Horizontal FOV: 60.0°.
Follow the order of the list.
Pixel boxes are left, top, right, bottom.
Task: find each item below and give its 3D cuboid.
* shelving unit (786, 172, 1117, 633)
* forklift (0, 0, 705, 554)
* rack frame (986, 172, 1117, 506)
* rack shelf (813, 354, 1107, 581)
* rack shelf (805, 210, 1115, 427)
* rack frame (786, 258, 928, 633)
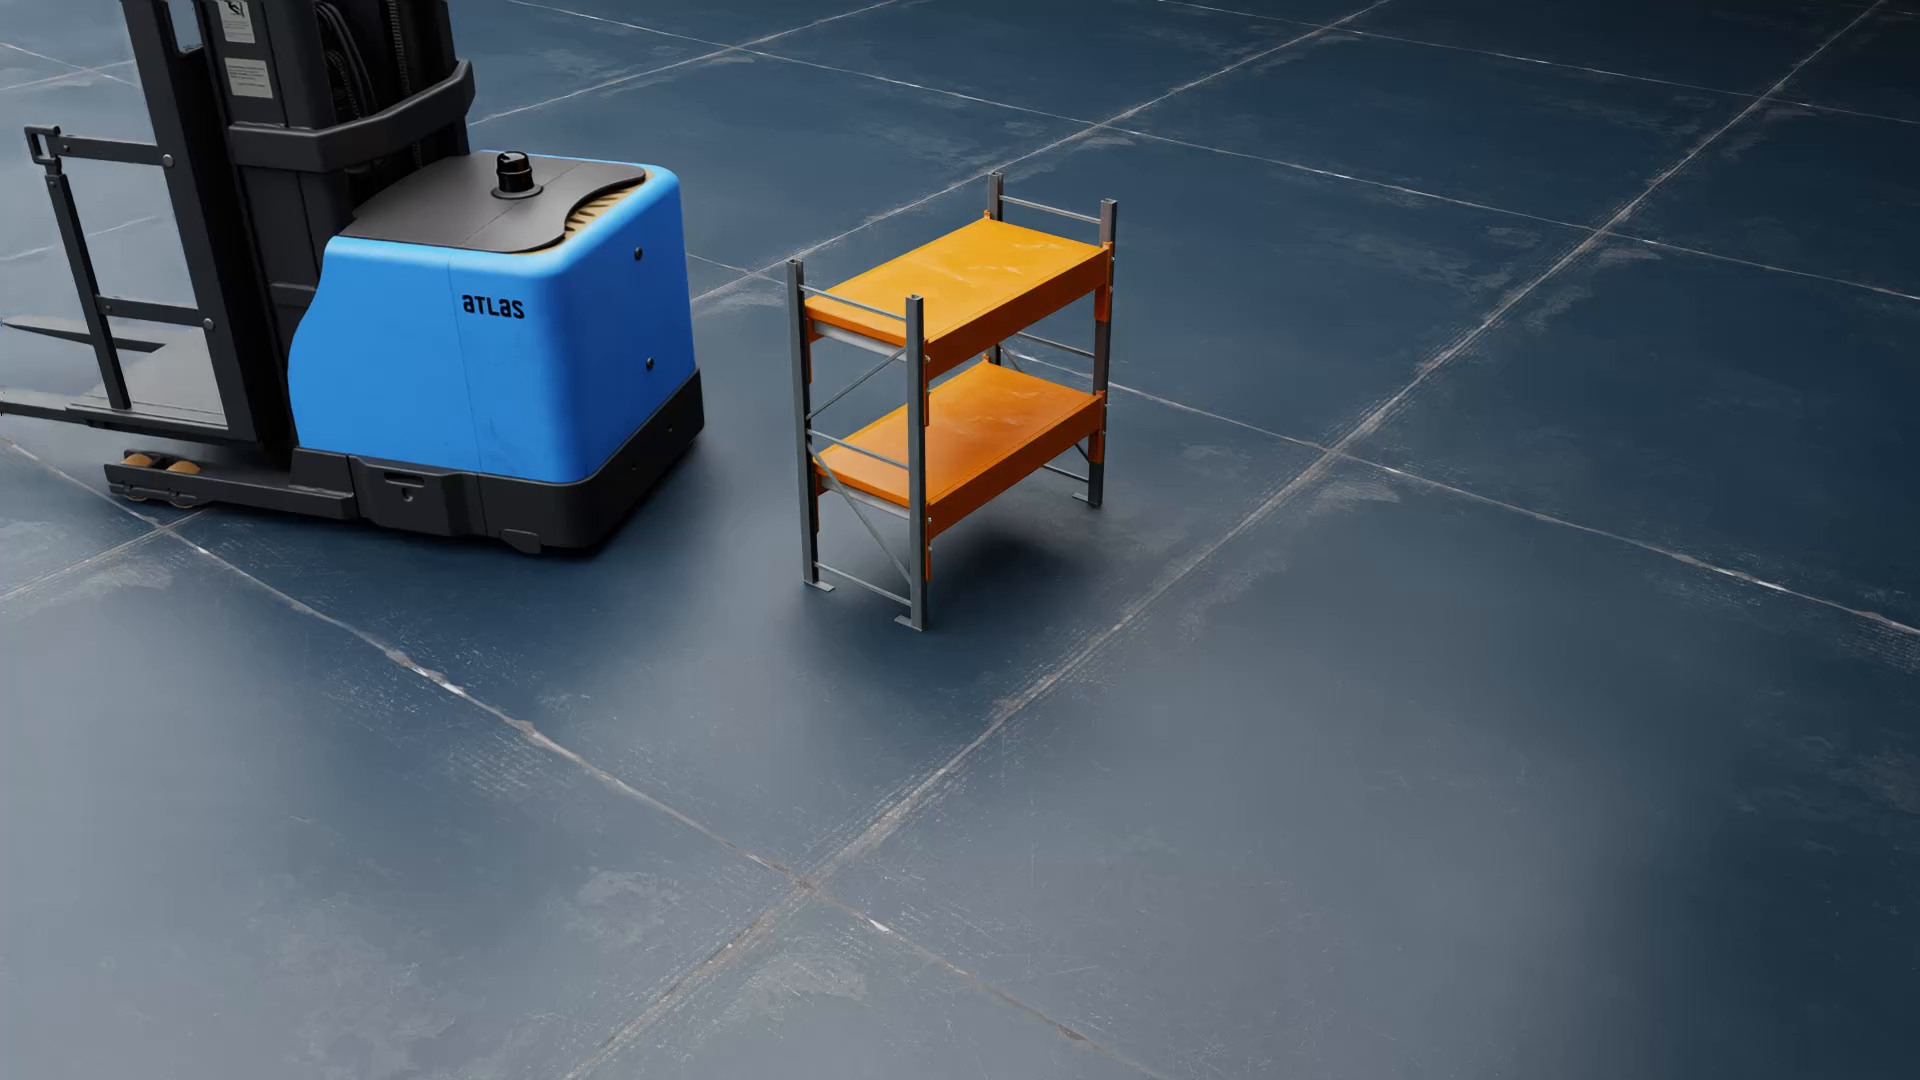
[{"bbox_3d":[-0.004,-0.481,5.459,0.538,1.125,1.048,21,37,31],"label":"shelving unit"},{"bbox_3d":[-2.550,-1.623,5.613,3.031,2.935,1.130,8,32,13],"label":"forklift"},{"bbox_3d":[0.303,-0.688,5.807,0.500,1.125,0.032,21,37,31],"label":"rack frame"},{"bbox_3d":[-0.004,-0.271,5.583,0.538,0.278,1.000,21,37,31],"label":"rack shelf"},{"bbox_3d":[-0.004,-0.733,5.309,0.538,0.278,1.000,21,37,31],"label":"rack shelf"},{"bbox_3d":[-0.311,-0.275,5.110,0.500,1.125,0.032,21,37,31],"label":"rack frame"}]
